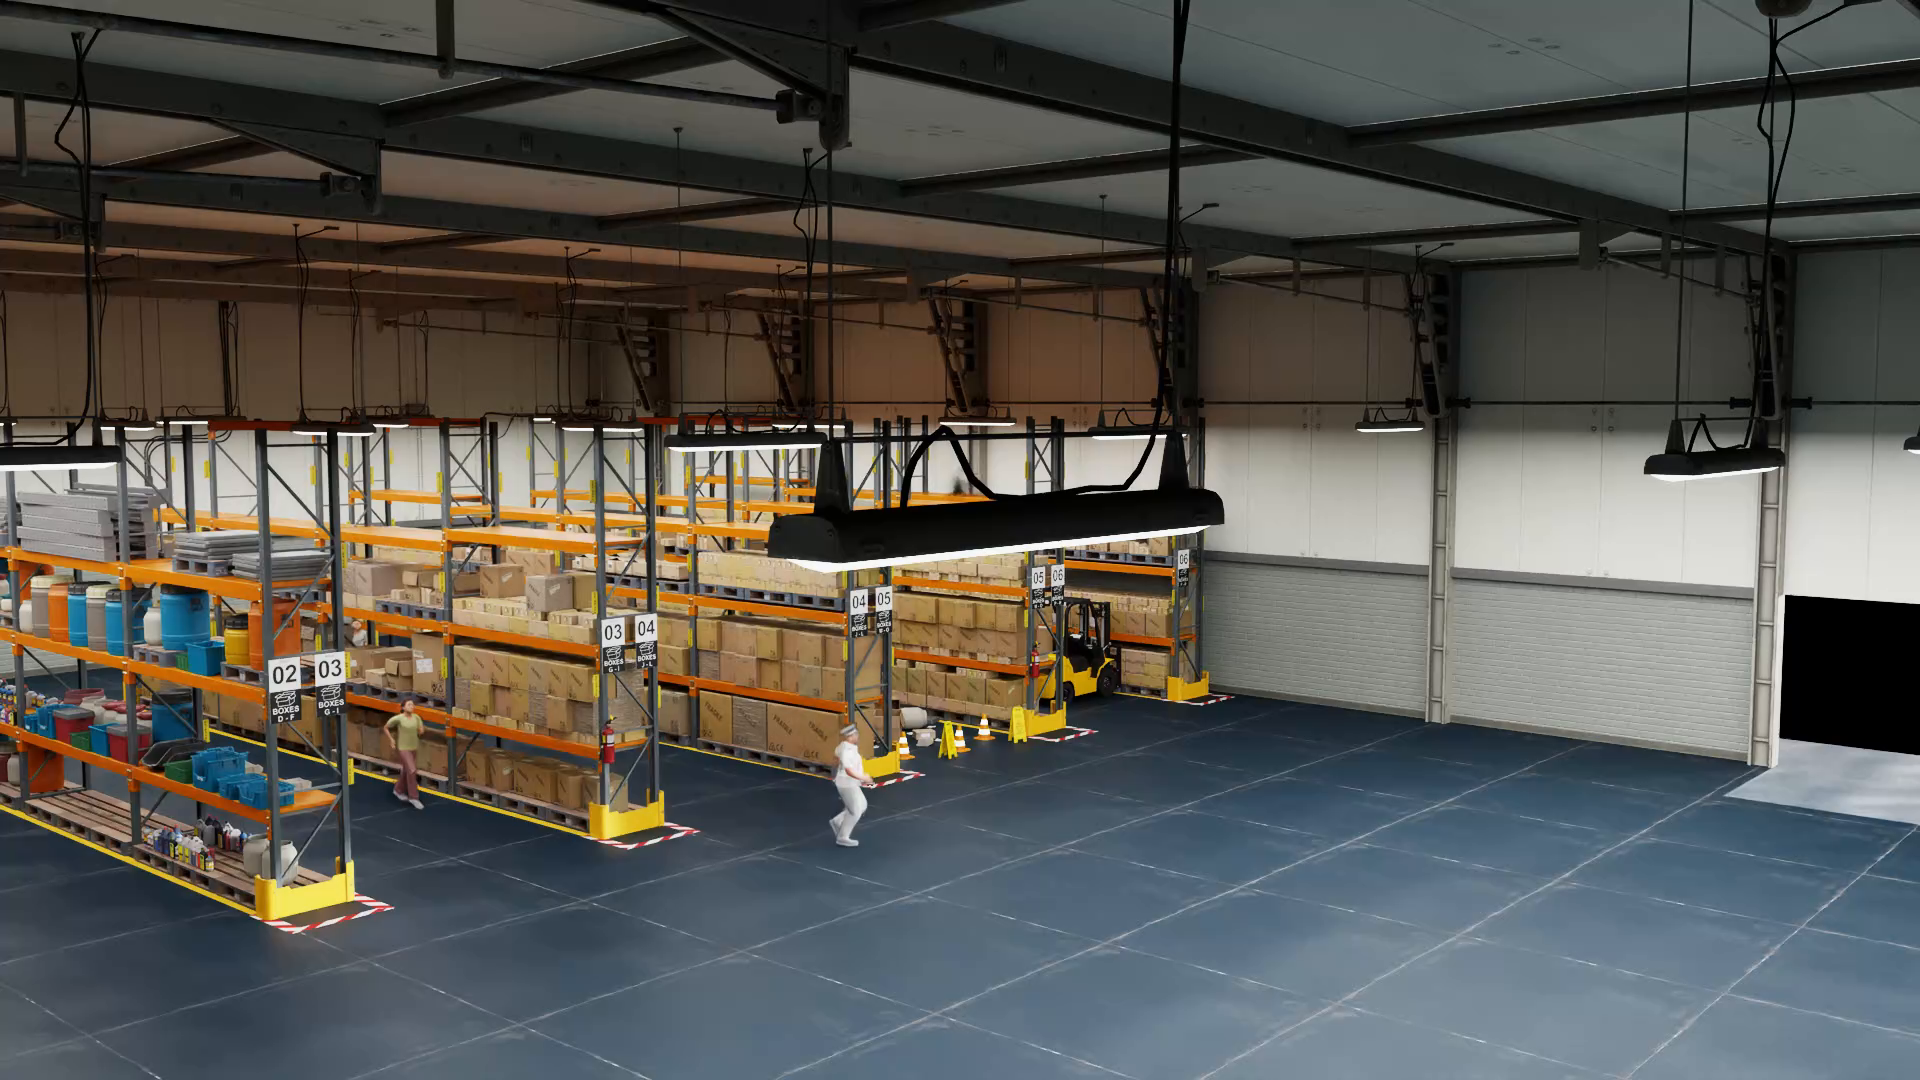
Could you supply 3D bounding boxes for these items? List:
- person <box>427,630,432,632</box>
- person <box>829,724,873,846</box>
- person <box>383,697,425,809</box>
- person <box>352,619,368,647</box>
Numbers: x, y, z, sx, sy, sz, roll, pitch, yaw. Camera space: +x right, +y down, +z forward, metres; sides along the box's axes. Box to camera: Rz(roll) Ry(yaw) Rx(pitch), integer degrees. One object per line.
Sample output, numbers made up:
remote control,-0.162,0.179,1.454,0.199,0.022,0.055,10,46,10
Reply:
person,-10.559,2.681,33.232,0.954,1.782,0.662,3,6,36
person,-1.562,3.485,23.788,0.611,1.740,0.698,-1,5,-9
person,-8.647,3.310,26.070,0.808,1.704,0.565,3,6,32
person,-12.932,2.541,35.743,0.539,1.730,0.762,-4,6,-38
